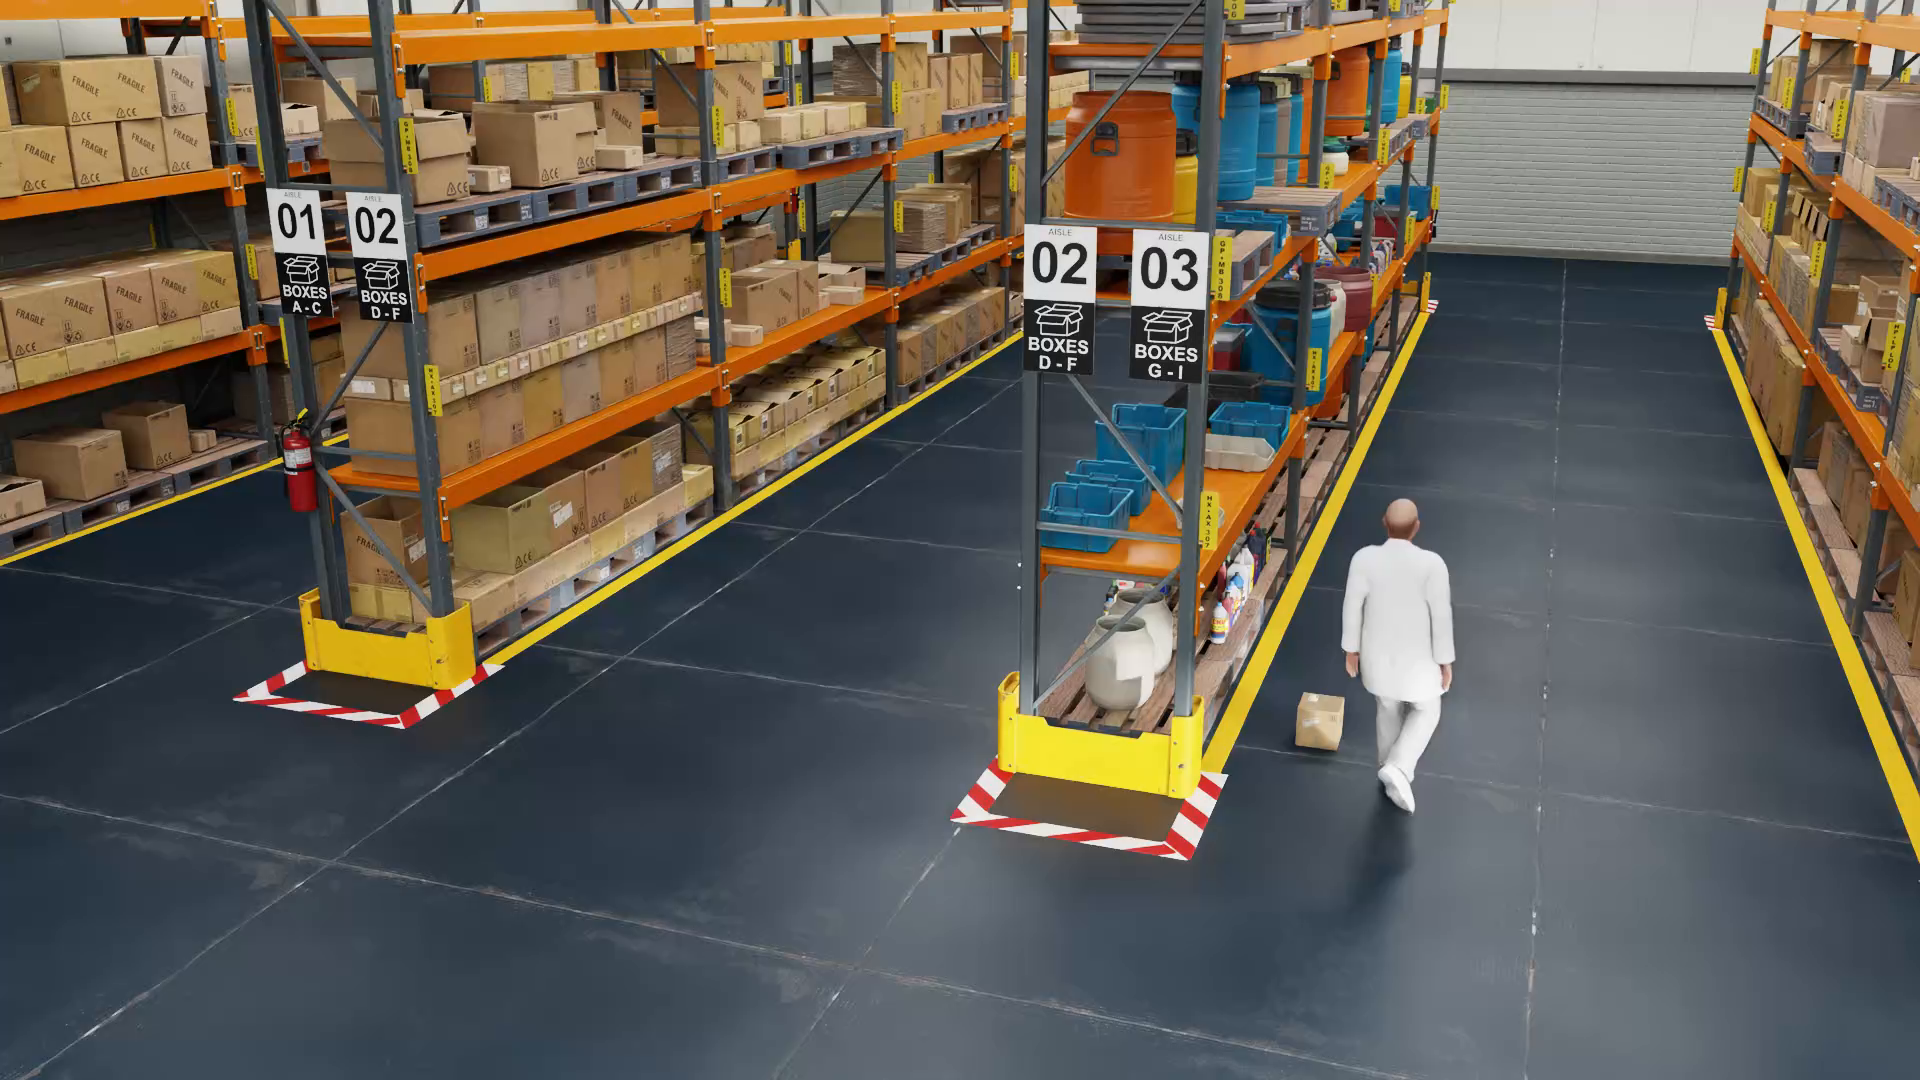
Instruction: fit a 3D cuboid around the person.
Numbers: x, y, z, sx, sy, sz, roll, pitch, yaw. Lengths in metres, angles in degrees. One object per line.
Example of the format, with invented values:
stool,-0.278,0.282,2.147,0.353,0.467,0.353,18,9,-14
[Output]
person,2.408,0.622,9.155,0.626,1.759,0.705,8,20,23
